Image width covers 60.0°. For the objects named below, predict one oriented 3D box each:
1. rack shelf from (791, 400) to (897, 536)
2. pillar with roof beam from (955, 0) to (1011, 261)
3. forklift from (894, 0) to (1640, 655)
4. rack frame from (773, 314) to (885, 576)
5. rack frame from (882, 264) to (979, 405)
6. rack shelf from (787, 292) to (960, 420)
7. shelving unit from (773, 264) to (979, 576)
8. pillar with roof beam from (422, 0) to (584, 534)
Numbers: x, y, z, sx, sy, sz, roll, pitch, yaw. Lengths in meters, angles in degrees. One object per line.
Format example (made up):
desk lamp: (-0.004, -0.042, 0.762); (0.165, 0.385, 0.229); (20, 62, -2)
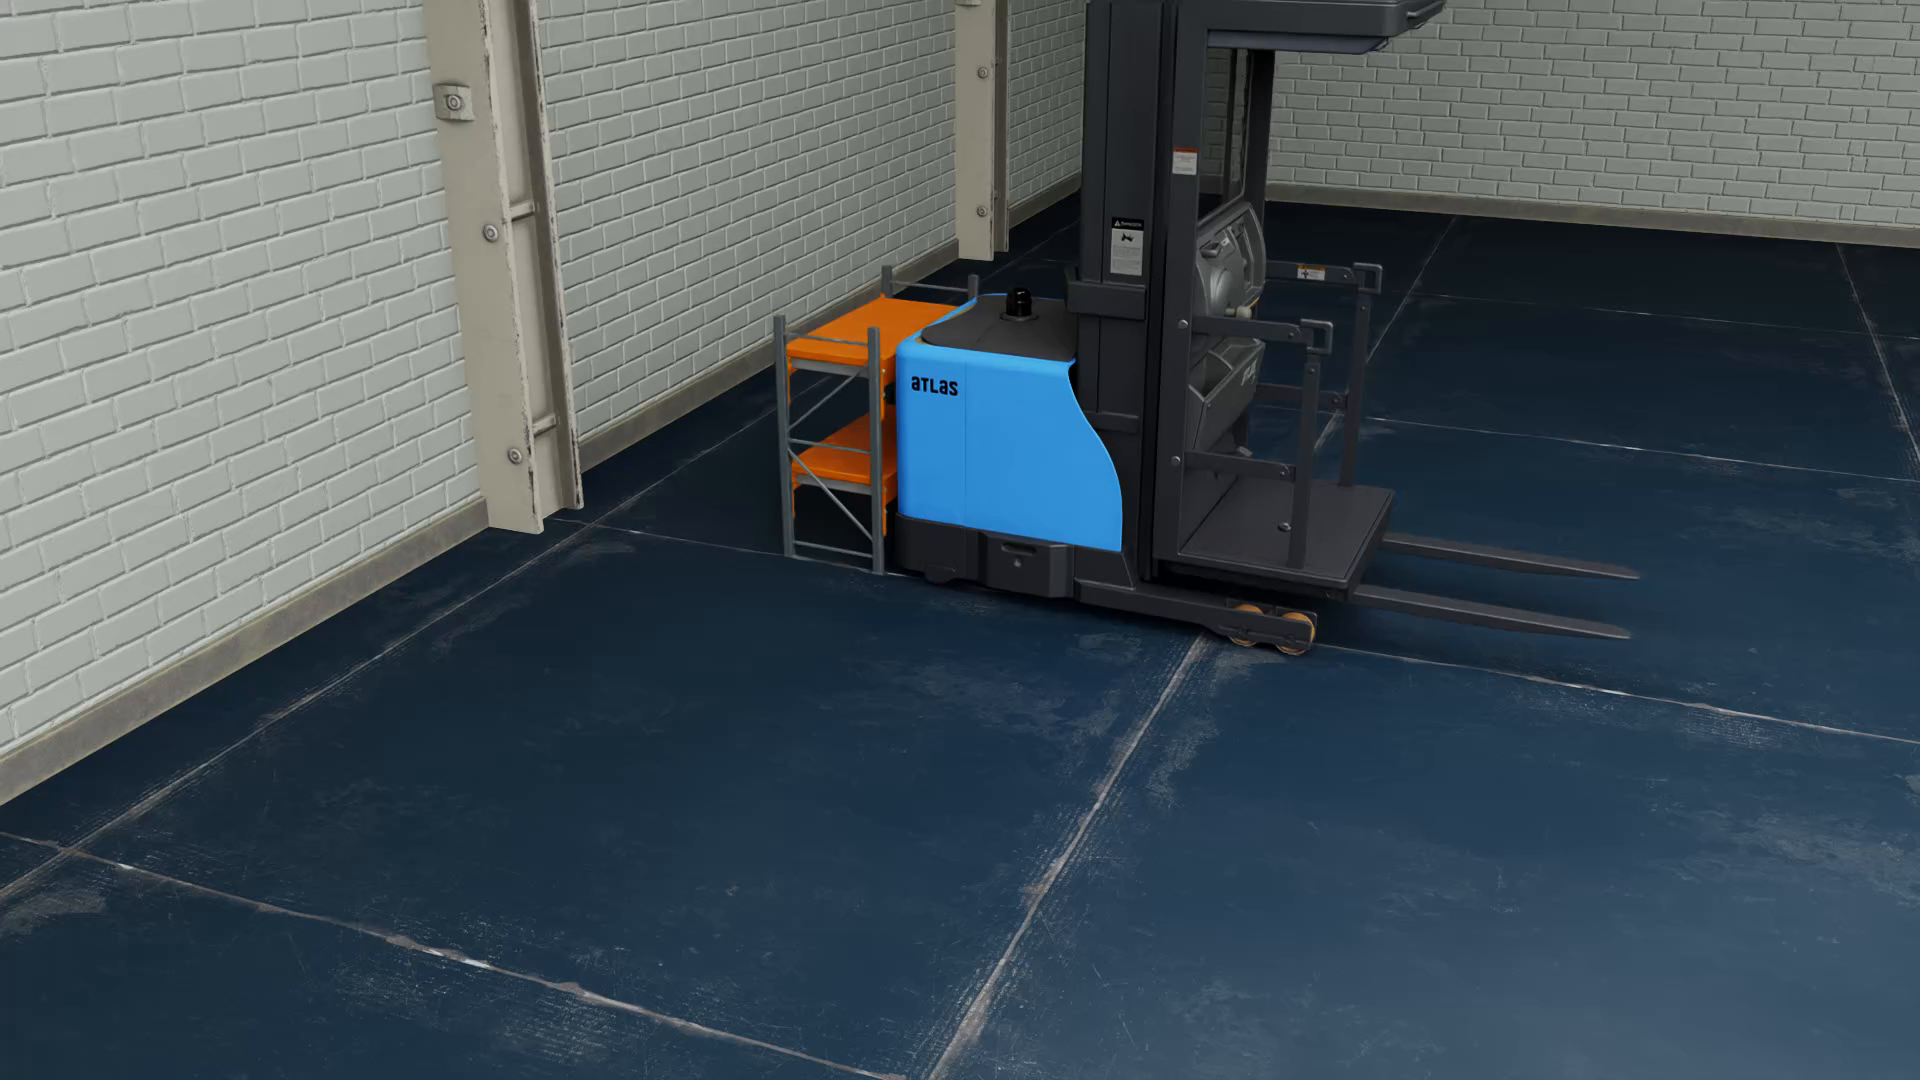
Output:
rack shelf: (-0.356, -0.359, 7.785); (0.538, 0.278, 1.000); (10, 25, 23)
pillar with roof beam: (4.171, -5.802, 9.965); (9.100, 9.000, 0.400); (9, 24, 20)
forklift: (1.277, -1.126, 6.643); (3.031, 2.935, 1.130); (10, 24, 22)
rack frame: (-0.568, -0.407, 7.264); (0.500, 1.125, 0.032); (10, 25, 23)
rack frame: (-0.143, -0.763, 8.117); (0.500, 1.125, 0.032); (10, 25, 23)
rack shelf: (-0.356, -0.855, 7.578); (0.538, 0.278, 1.000); (10, 25, 23)
shelving unit: (-0.356, -0.585, 7.691); (0.538, 1.125, 1.048); (10, 25, 23)
pillar with roof beam: (1.942, -3.655, 4.825); (9.100, 9.000, 0.400); (9, 24, 20)
